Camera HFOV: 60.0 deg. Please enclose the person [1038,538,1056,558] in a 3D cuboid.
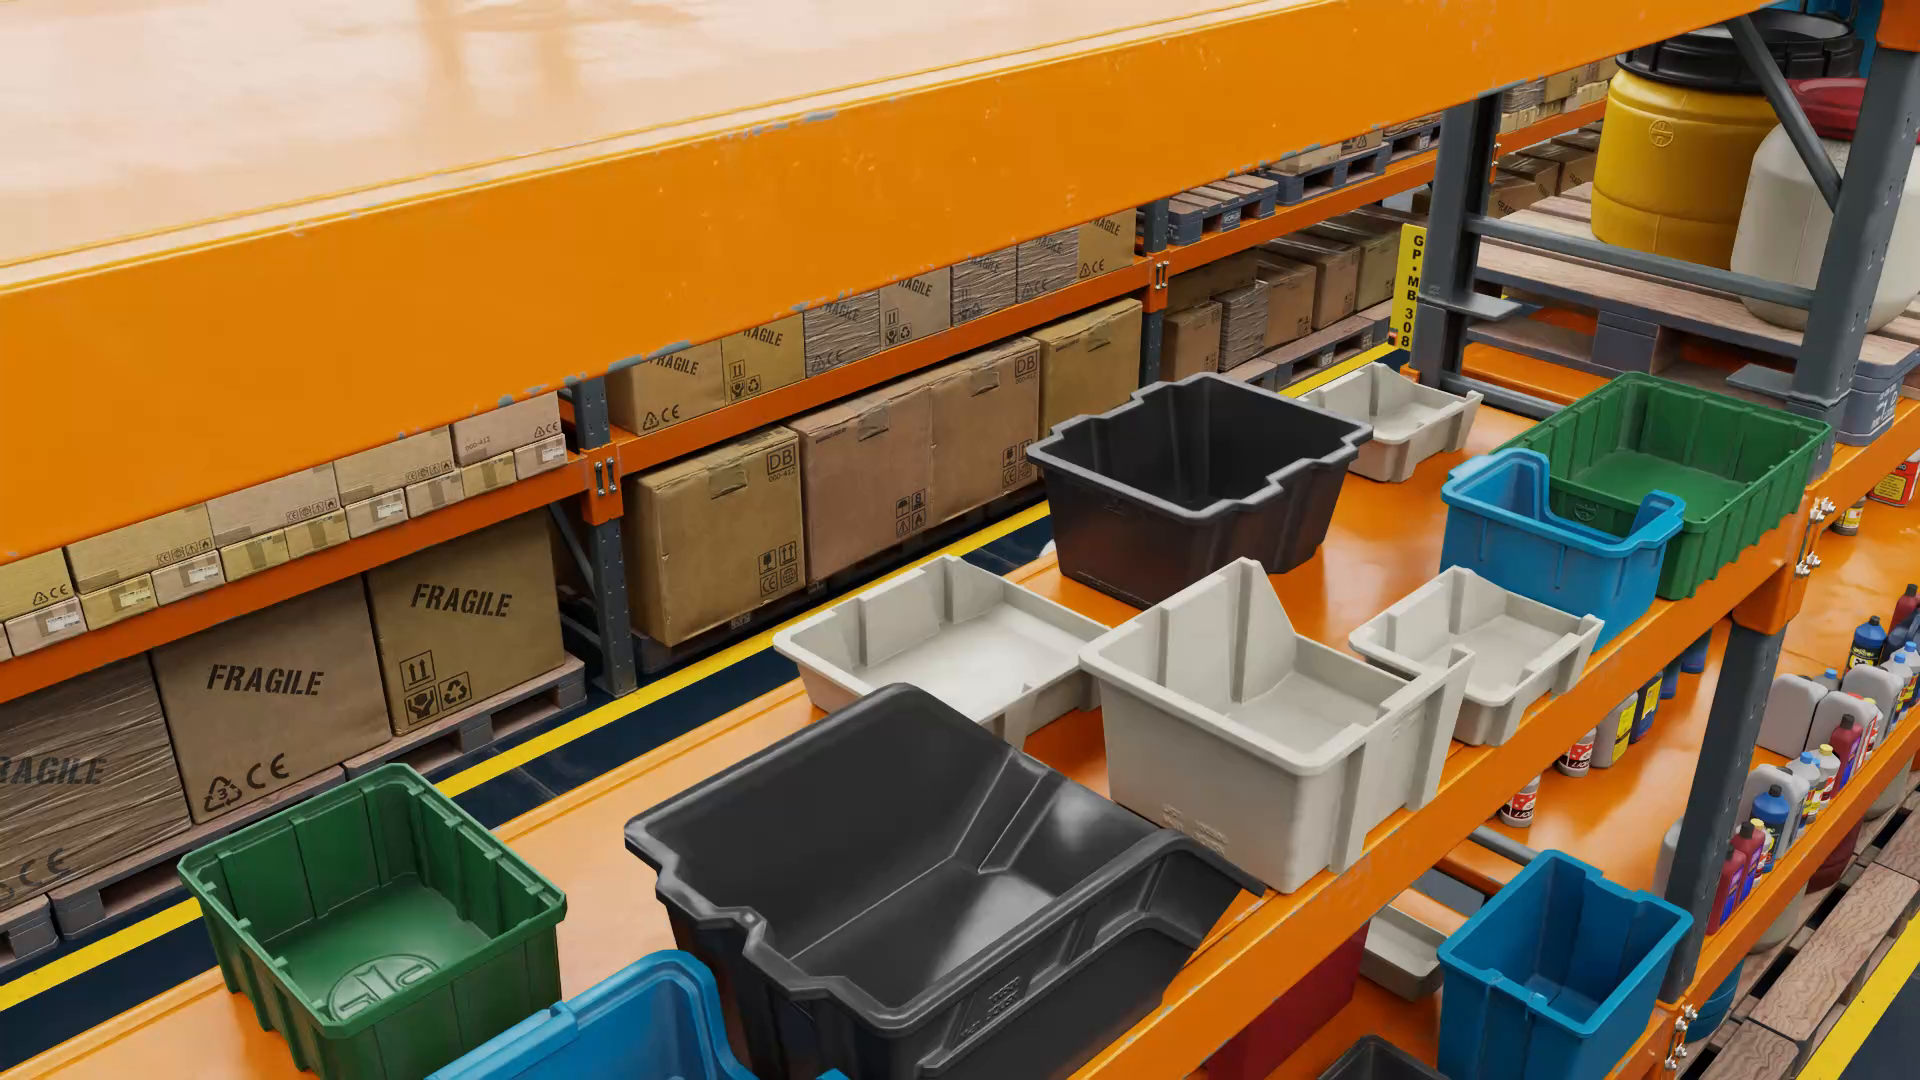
[{"bbox_3d":[0.819,0.339,7.808,0.960,0.992,0.540,23,35,37],"label":"person"}]
